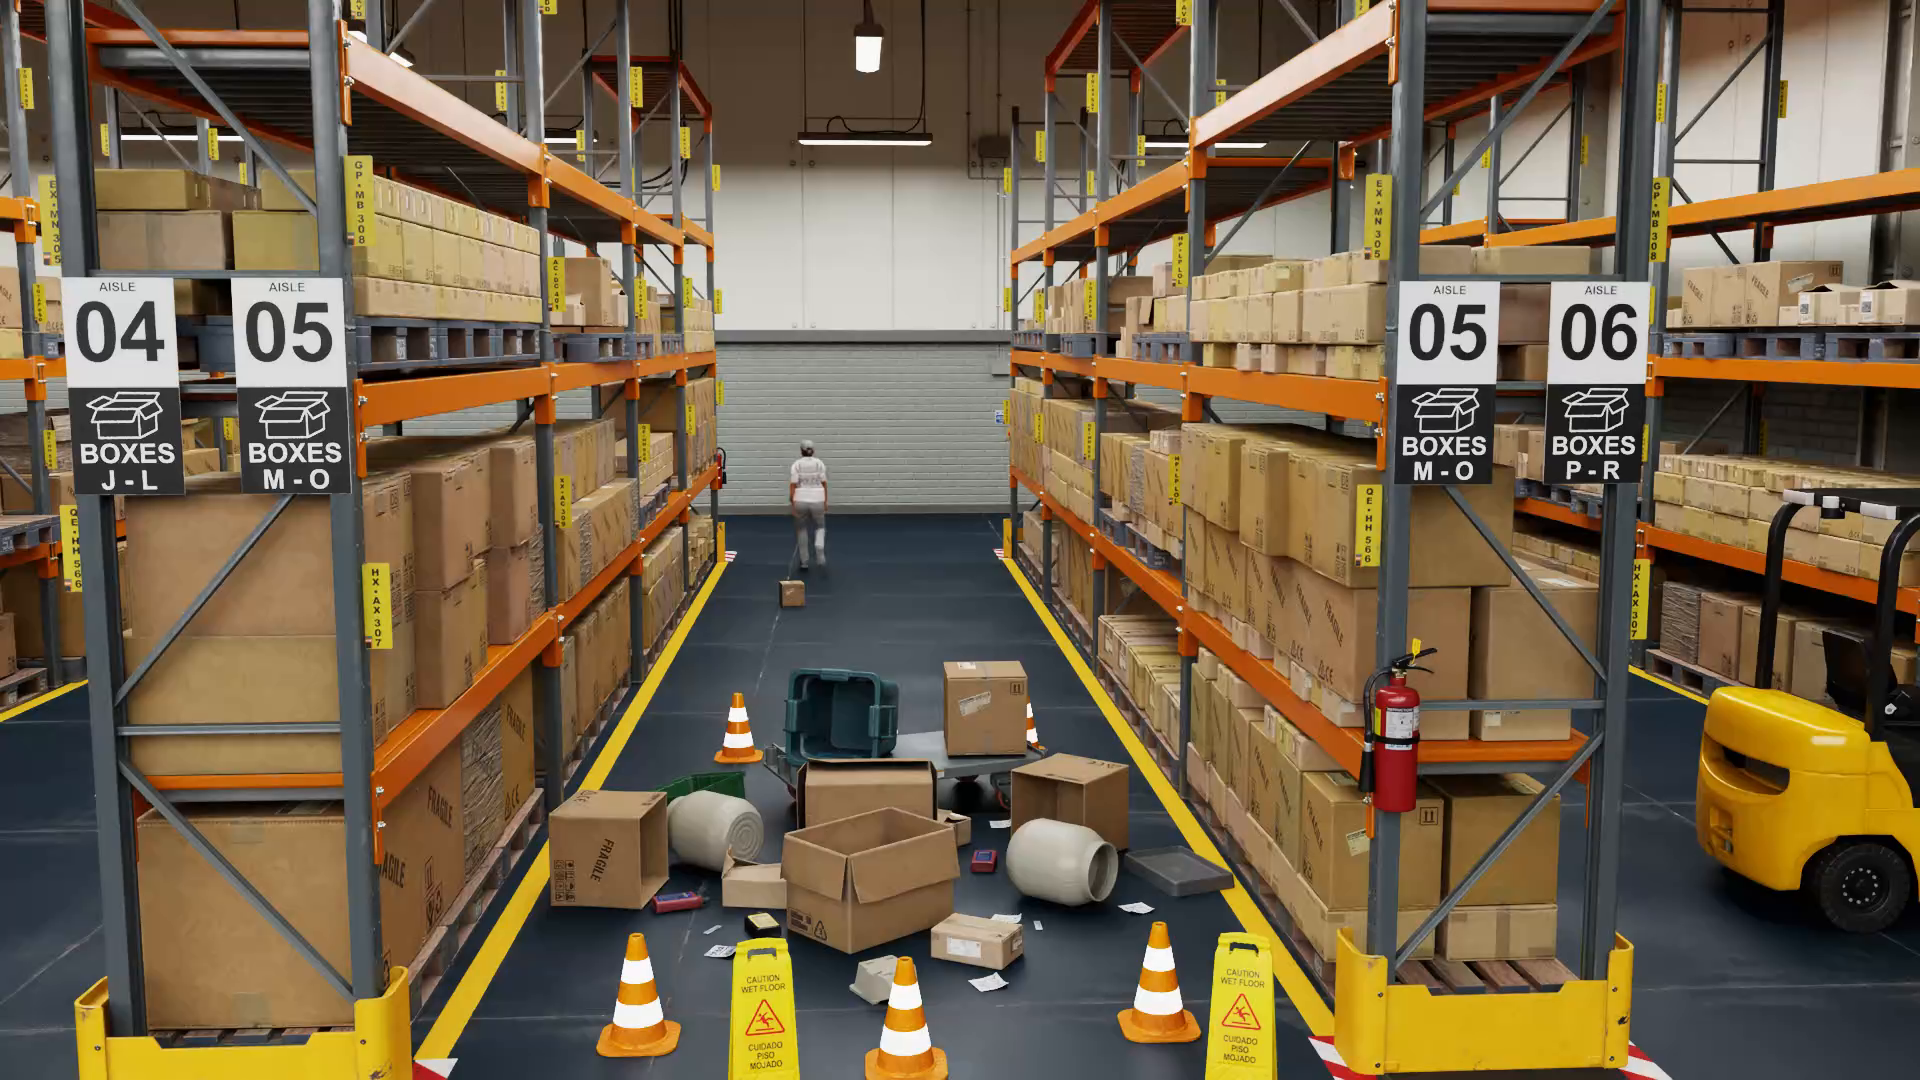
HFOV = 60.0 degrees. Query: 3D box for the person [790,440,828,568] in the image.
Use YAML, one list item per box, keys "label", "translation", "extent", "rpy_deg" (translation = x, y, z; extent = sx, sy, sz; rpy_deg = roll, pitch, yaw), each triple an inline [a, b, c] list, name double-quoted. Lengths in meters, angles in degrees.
- label: "person"
  translation: [-1.934, -0.460, 21.286]
  extent: [0.488, 1.651, 0.543]
  rpy_deg: [-1, 7, -10]
